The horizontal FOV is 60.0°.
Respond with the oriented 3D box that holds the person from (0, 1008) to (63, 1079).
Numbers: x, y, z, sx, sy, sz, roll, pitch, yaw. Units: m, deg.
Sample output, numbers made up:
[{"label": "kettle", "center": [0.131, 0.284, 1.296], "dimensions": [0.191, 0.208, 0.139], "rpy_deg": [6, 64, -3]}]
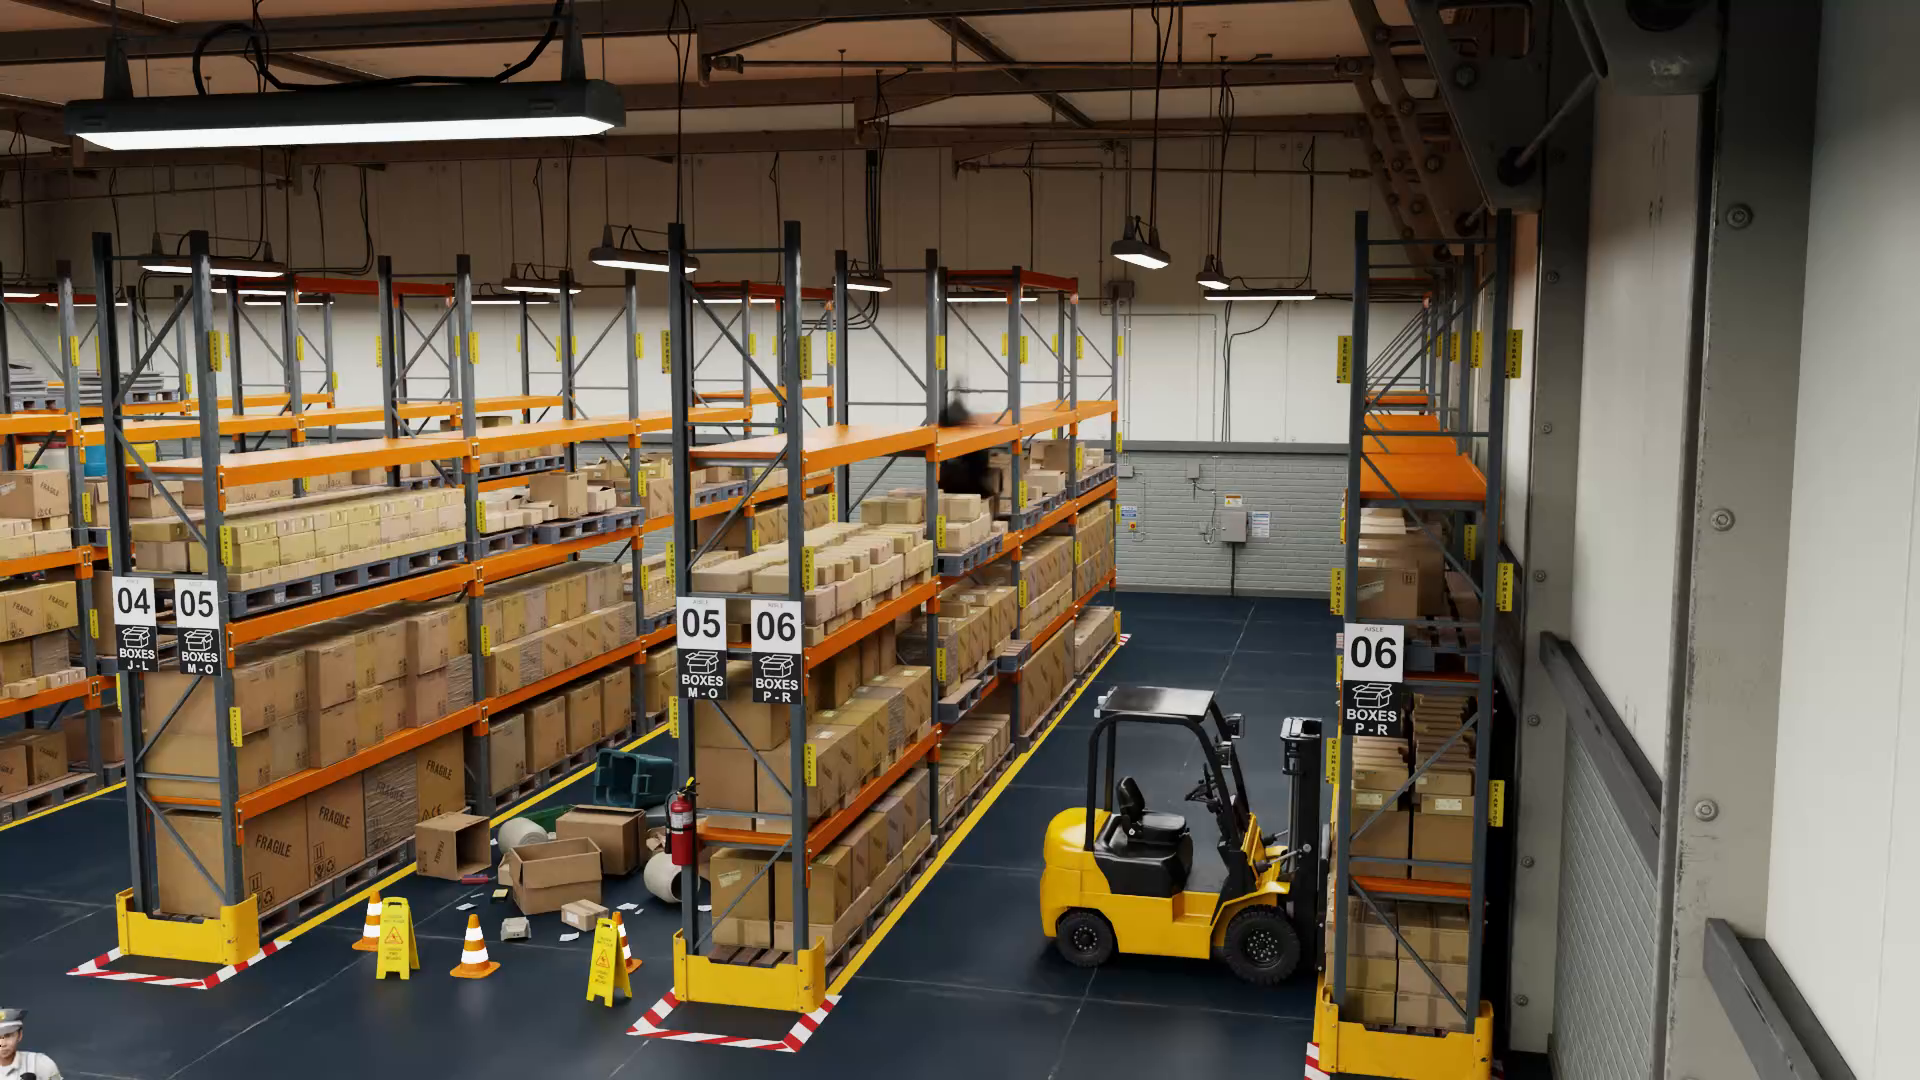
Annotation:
[{"label": "person", "center": [-5.027, 3.286, 8.796], "dimensions": [0.615, 1.651, 0.542], "rpy_deg": [-4, 8, -31]}]
